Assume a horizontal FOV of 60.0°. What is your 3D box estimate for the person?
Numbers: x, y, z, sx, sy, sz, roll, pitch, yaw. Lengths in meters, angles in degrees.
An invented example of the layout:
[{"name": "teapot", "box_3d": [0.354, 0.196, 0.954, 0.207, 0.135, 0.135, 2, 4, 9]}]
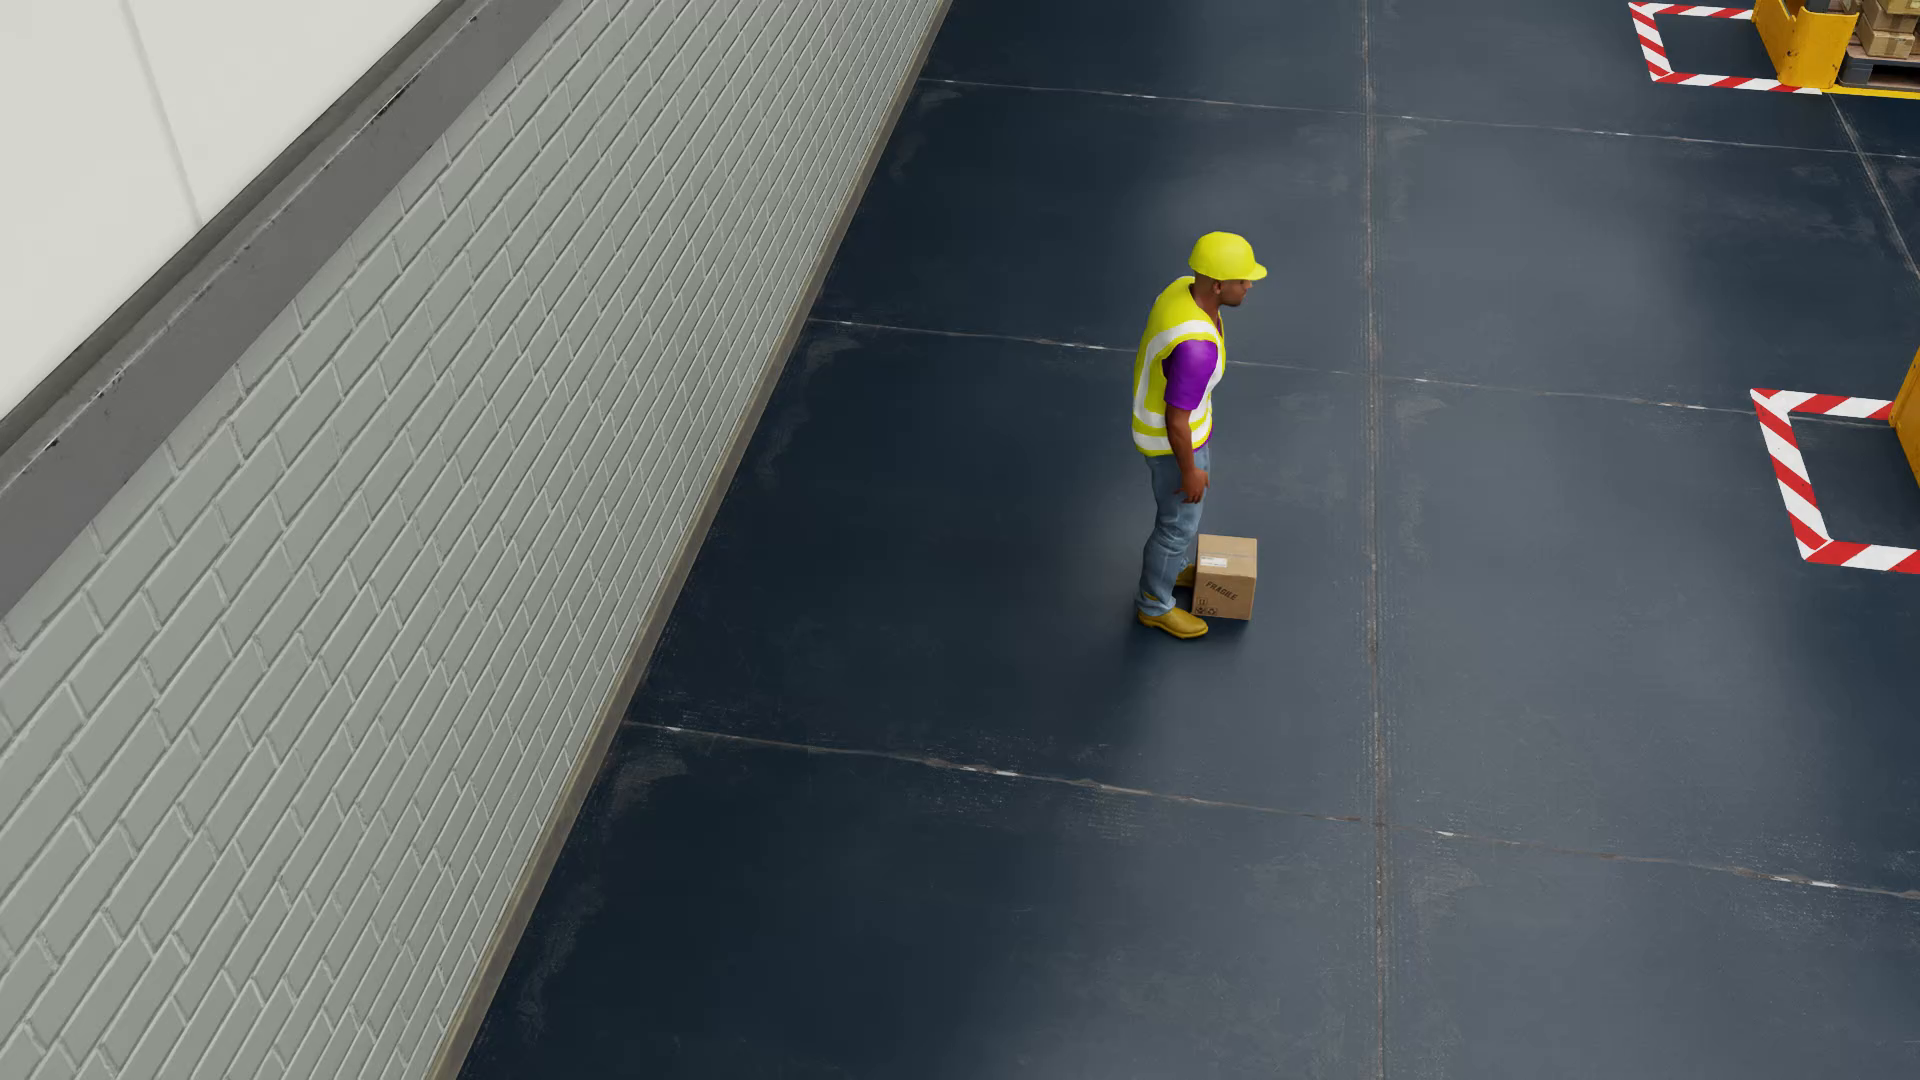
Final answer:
[{"name": "person", "box_3d": [0.910, -0.440, 6.661, 0.458, 1.761, 0.638, 5, 41, 6]}]
